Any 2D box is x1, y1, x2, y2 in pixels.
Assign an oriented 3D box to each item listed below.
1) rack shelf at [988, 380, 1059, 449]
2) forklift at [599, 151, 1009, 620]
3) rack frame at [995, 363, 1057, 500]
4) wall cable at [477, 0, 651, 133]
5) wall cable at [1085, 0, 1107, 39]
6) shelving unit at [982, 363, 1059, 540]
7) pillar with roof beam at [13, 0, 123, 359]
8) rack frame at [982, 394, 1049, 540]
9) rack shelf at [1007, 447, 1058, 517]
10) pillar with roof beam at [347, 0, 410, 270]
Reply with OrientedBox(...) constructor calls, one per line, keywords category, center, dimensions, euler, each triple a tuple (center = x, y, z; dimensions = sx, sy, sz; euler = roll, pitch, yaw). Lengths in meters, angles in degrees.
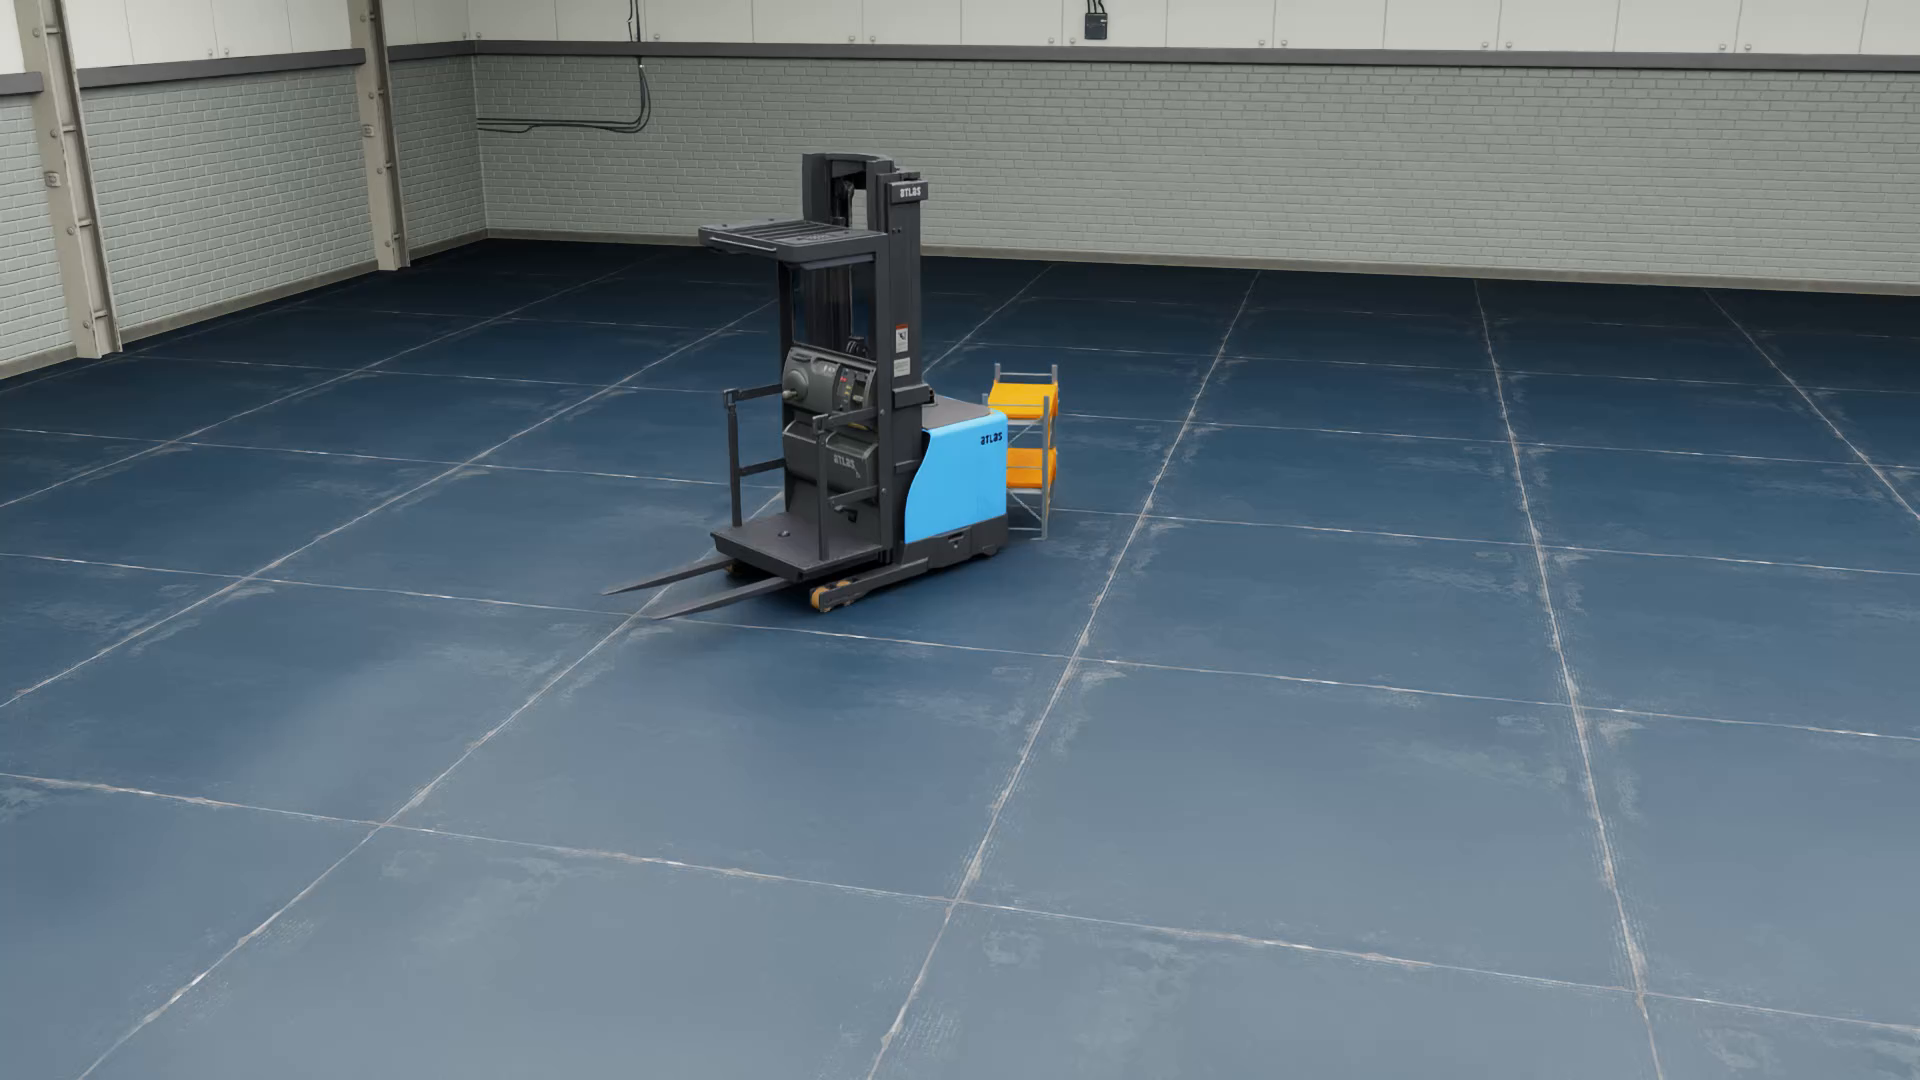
OrientedBox(category="rack shelf", center=(0.472, -0.987, 12.930), dimensions=(0.538, 0.278, 1.000), euler=(2, 19, 6))
OrientedBox(category="forklift", center=(-1.059, -1.088, 11.339), dimensions=(3.031, 2.935, 1.130), euler=(-17, 25, -40))
OrientedBox(category="rack frame", center=(0.529, -0.873, 13.503), dimensions=(0.500, 1.125, 0.032), euler=(2, 19, 6))
OrientedBox(category="wall cable", center=(-6.296, -7.598, 25.814), dimensions=(3.097, 2.526, 0.112), euler=(5, 19, 13))
OrientedBox(category="wall cable", center=(2.906, -9.922, 22.552), dimensions=(2.305, 6.003, 0.169), euler=(5, 19, 13))
OrientedBox(category="shelving unit", center=(0.472, -0.710, 13.025), dimensions=(0.538, 1.125, 1.048), euler=(2, 19, 6))
OrientedBox(category="pillar with roof beam", center=(-5.589, -6.028, 16.413), dimensions=(9.100, 9.000, 0.400), euler=(5, 19, 13))
OrientedBox(category="rack frame", center=(0.414, -0.546, 12.547), dimensions=(0.500, 1.125, 0.032), euler=(2, 19, 6))
OrientedBox(category="rack shelf", center=(0.472, -0.478, 13.104), dimensions=(0.538, 0.278, 1.000), euler=(2, 19, 6))
OrientedBox(category="pillar with roof beam", center=(-4.123, -7.908, 21.919), dimensions=(9.100, 9.000, 0.400), euler=(5, 19, 13))
